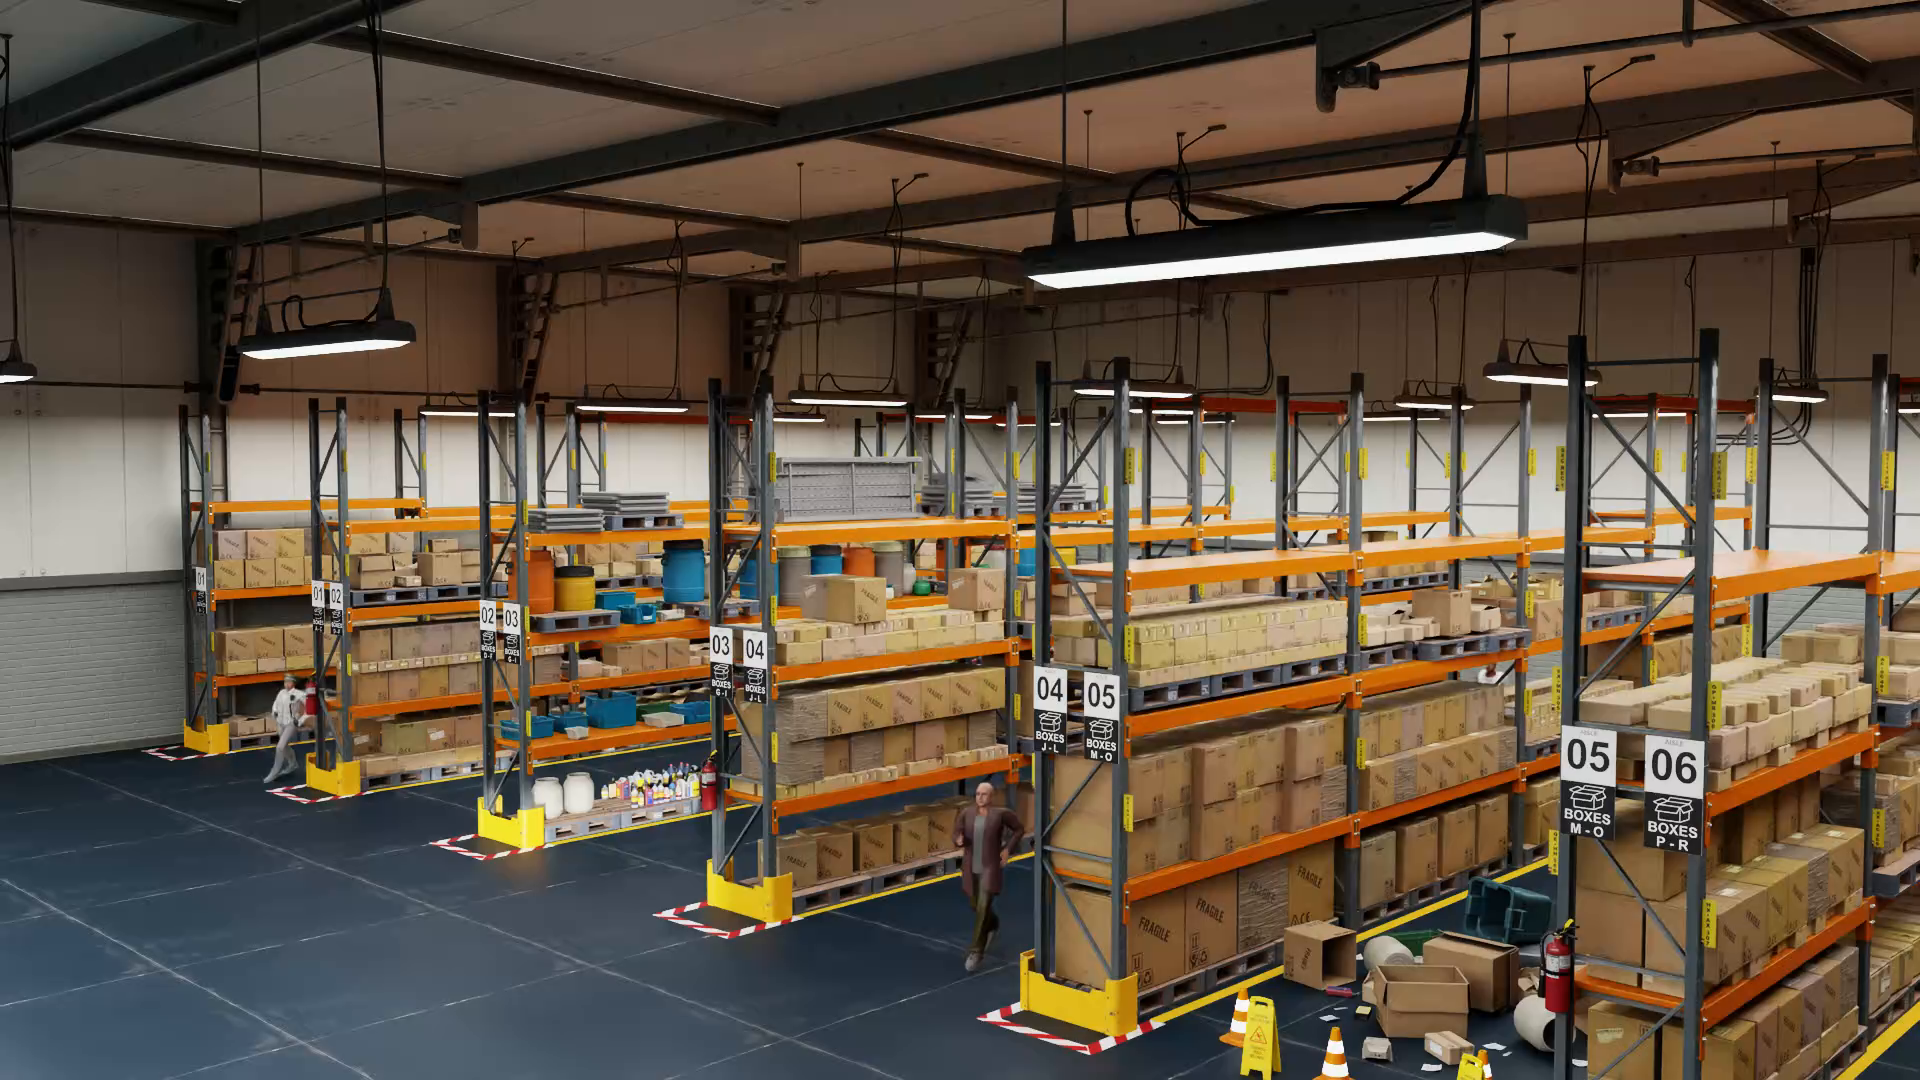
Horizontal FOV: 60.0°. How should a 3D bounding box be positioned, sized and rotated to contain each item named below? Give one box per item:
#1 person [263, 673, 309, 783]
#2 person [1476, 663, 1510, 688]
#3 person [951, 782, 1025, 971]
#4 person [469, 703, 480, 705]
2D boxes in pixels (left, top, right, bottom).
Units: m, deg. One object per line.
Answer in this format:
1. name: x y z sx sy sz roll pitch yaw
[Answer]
1. person: -10.594 2.938 26.244 0.668 1.699 0.774 1 3 21
2. person: 8.955 2.817 28.038 0.619 1.754 0.762 2 4 32
3. person: 0.232 3.351 16.867 0.709 1.780 1.008 1 3 26
4. person: -8.437 2.916 29.347 0.542 1.451 0.800 2 4 36
